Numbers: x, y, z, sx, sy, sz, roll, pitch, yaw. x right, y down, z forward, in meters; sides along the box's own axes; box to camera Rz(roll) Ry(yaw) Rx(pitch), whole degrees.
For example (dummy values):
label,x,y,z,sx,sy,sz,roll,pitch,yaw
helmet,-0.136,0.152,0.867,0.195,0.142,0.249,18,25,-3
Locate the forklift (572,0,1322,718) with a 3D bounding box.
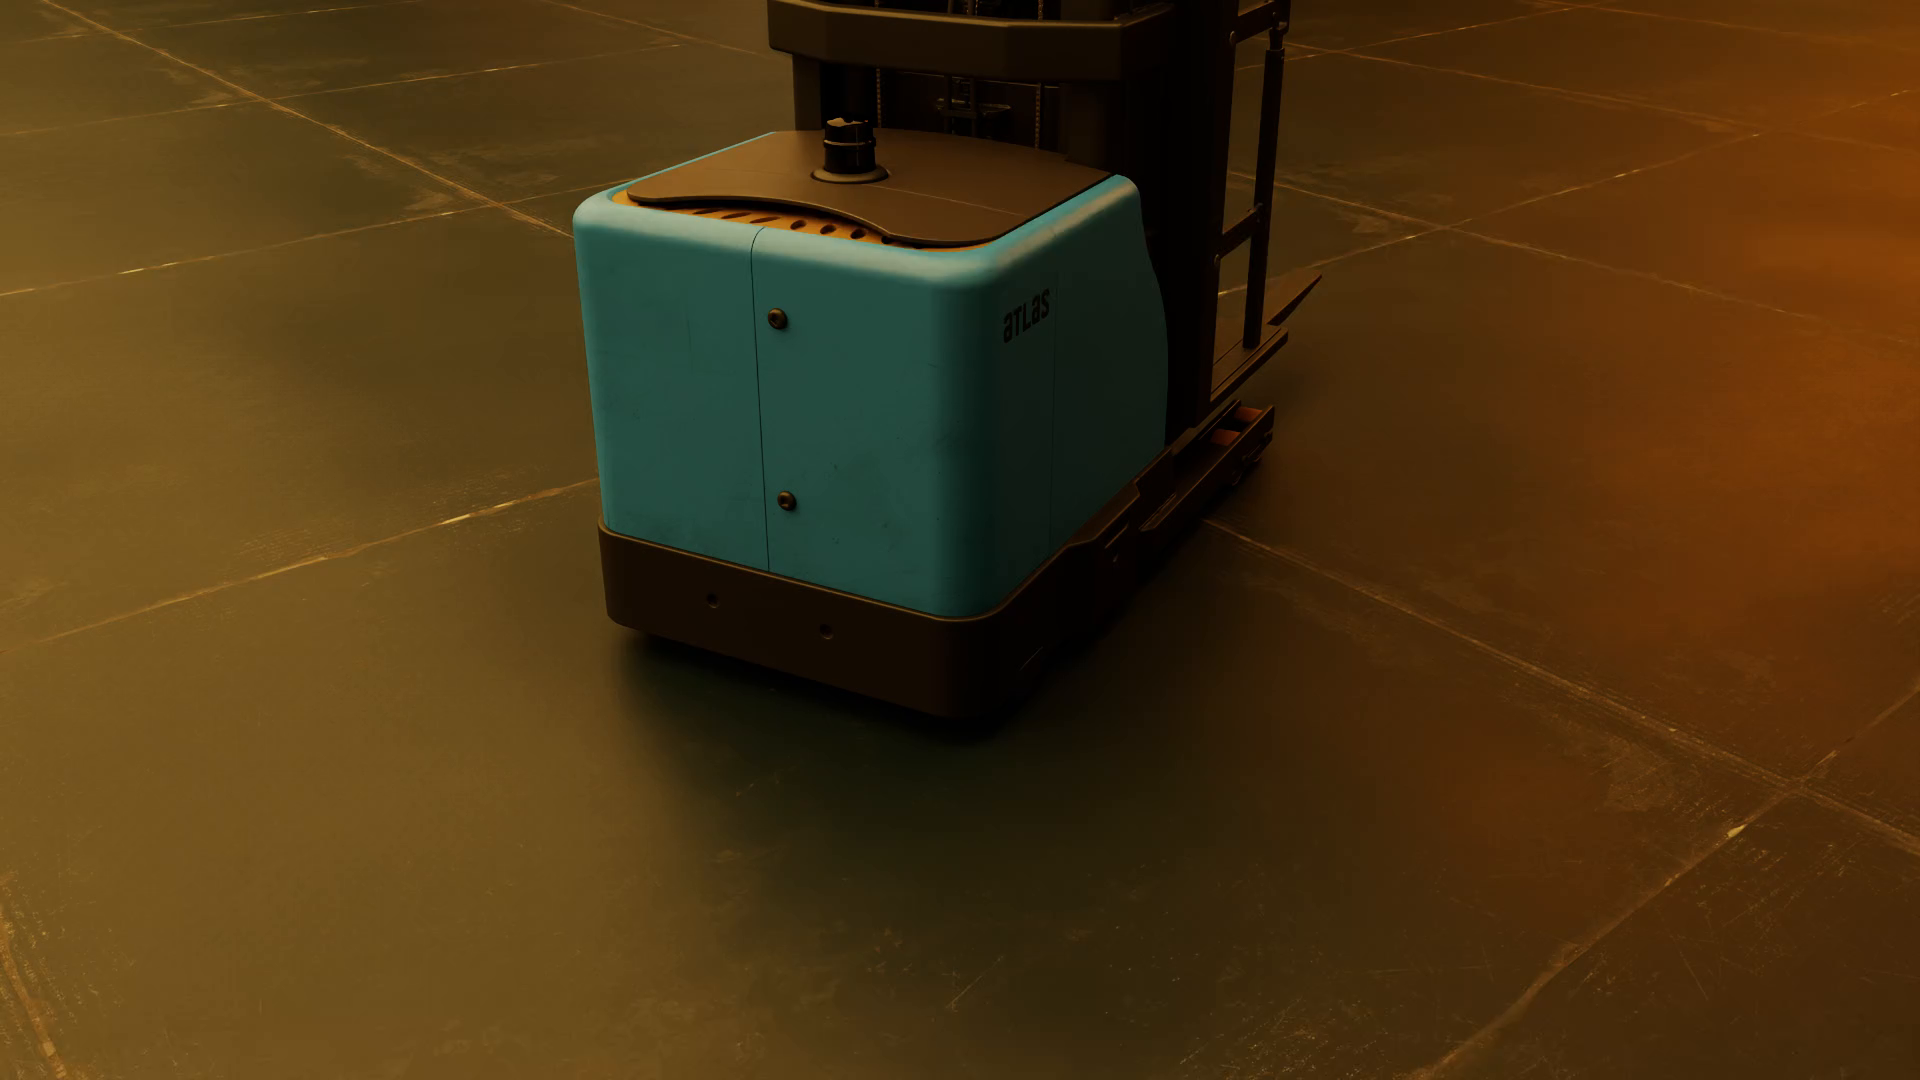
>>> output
label,x,y,z,sx,sy,sz,roll,pitch,yaw
forklift,0.285,-1.552,4.331,1.130,2.935,3.031,13,29,25
